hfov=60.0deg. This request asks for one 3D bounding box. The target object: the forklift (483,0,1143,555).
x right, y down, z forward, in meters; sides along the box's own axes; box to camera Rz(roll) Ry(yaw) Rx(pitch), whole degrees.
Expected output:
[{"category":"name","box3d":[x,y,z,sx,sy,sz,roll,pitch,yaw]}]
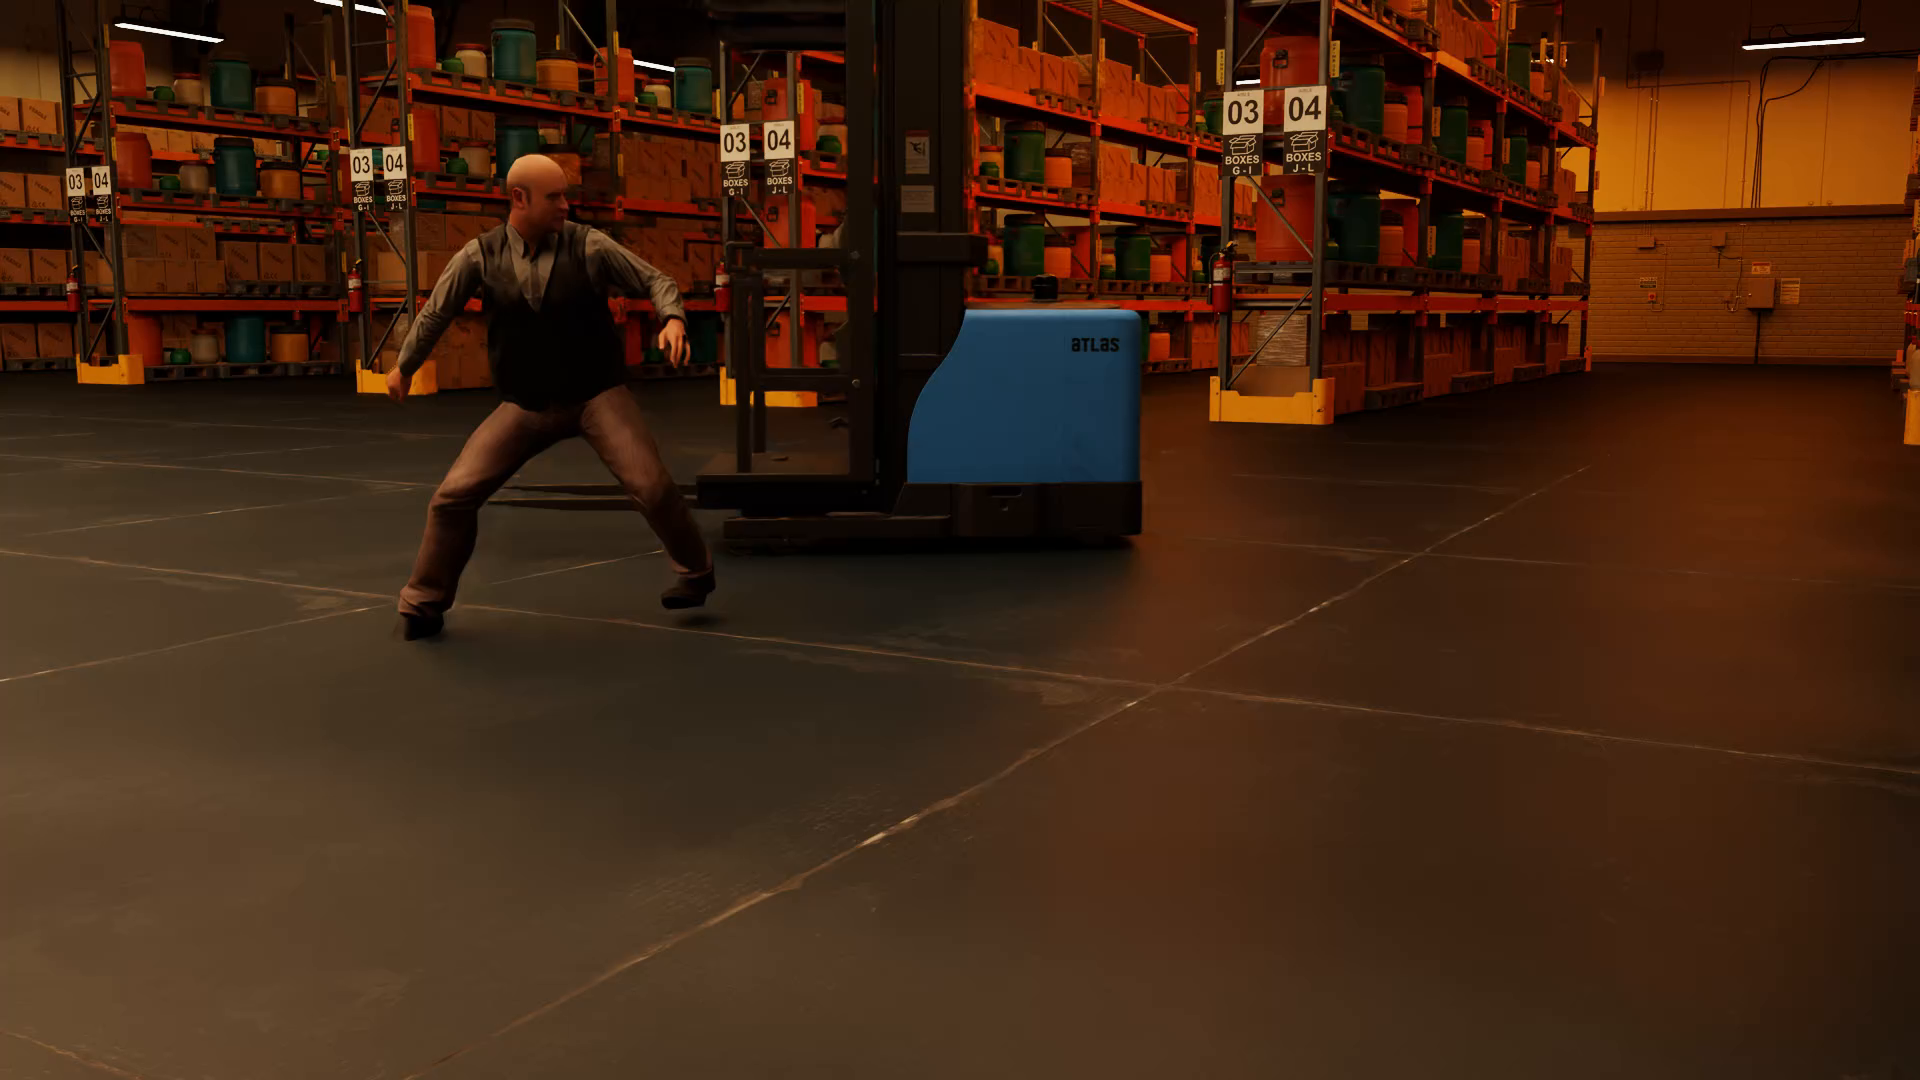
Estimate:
[{"category":"forklift","box3d":[-0.711,-1.461,7.683,3.031,2.935,1.130,0,8,-3]}]

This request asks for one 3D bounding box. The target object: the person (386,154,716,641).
[{"category":"person","box3d":[-1.414,-0.426,5.544,1.117,1.665,0.547,0,8,0]}]
